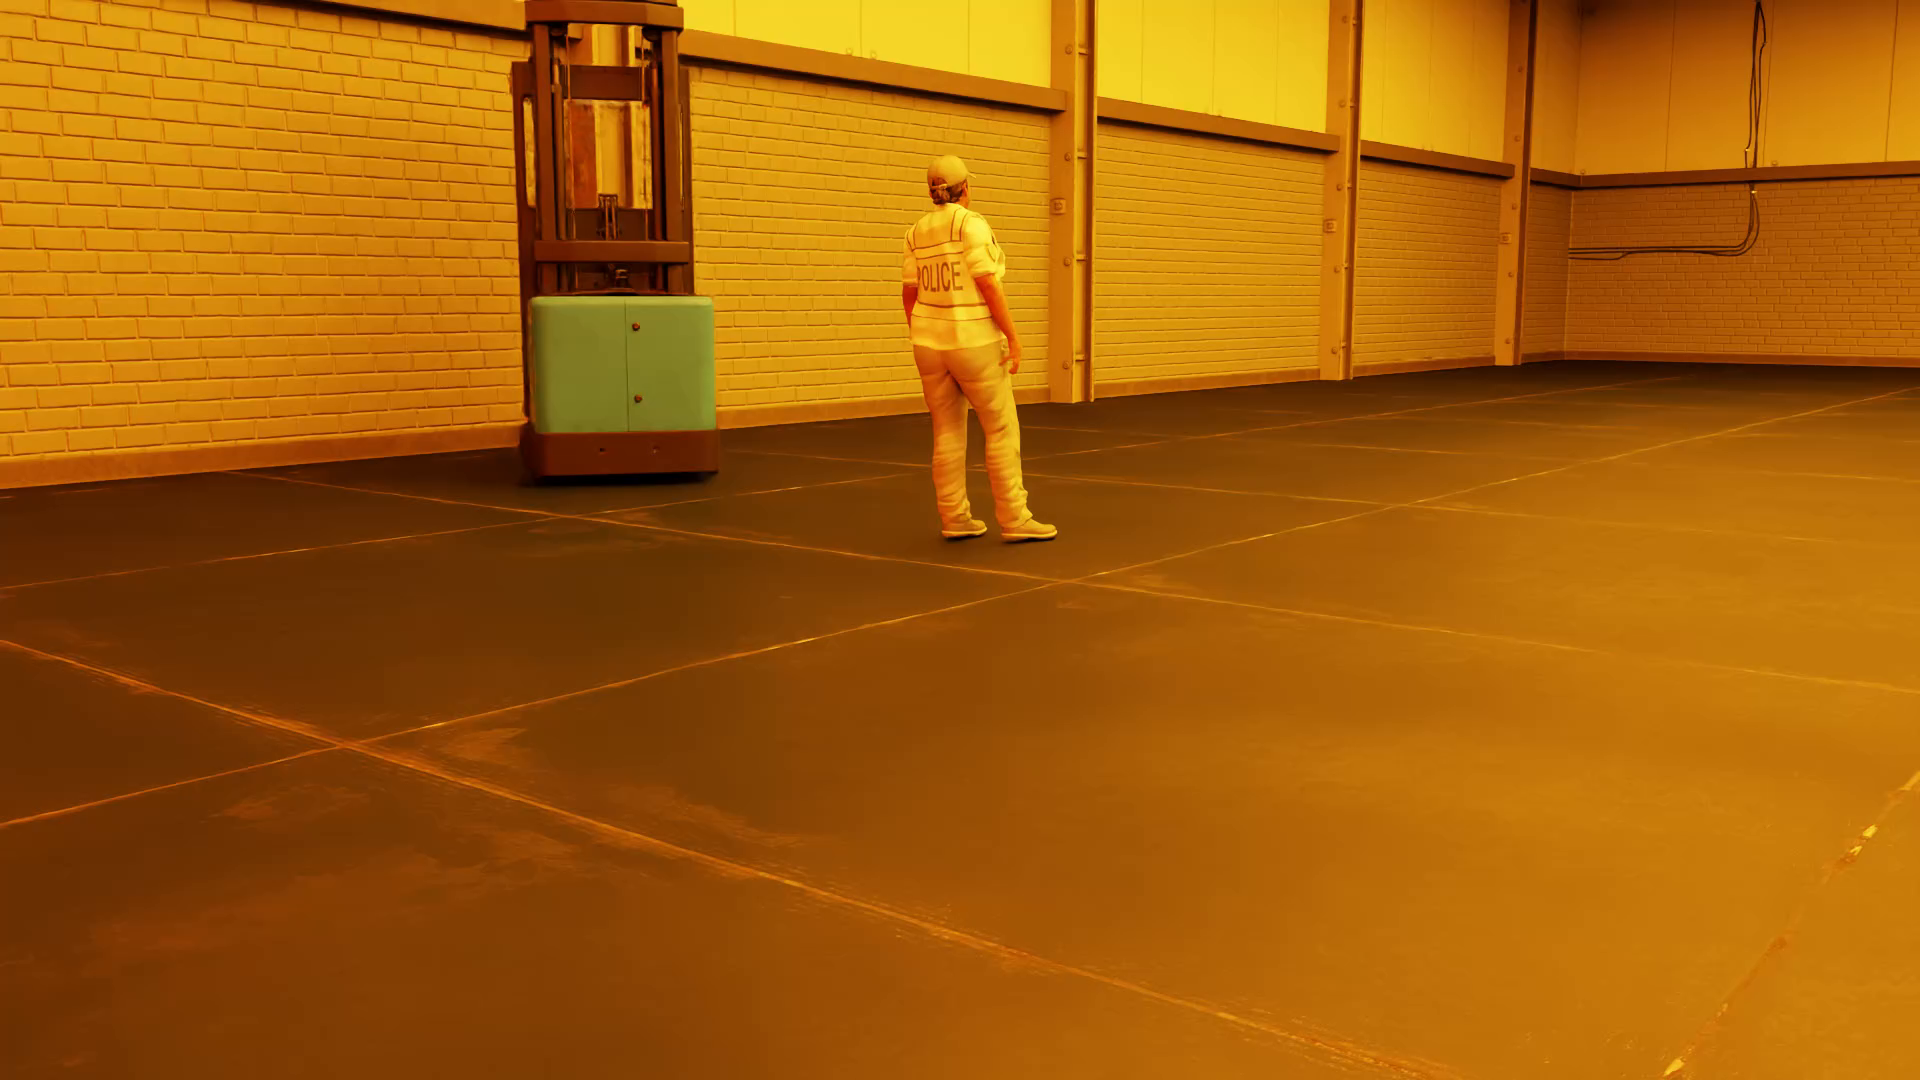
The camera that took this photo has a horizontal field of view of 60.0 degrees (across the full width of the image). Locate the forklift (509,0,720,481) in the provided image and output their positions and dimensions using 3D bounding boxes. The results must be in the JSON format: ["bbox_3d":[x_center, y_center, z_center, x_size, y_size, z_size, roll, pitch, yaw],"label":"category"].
[{"bbox_3d":[-2.302,-1.968,10.731,1.130,2.935,3.031,-2,9,-16],"label":"forklift"}]

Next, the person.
[{"bbox_3d":[0.066,-0.838,7.328,0.598,1.670,0.529,7,11,38],"label":"person"}]
